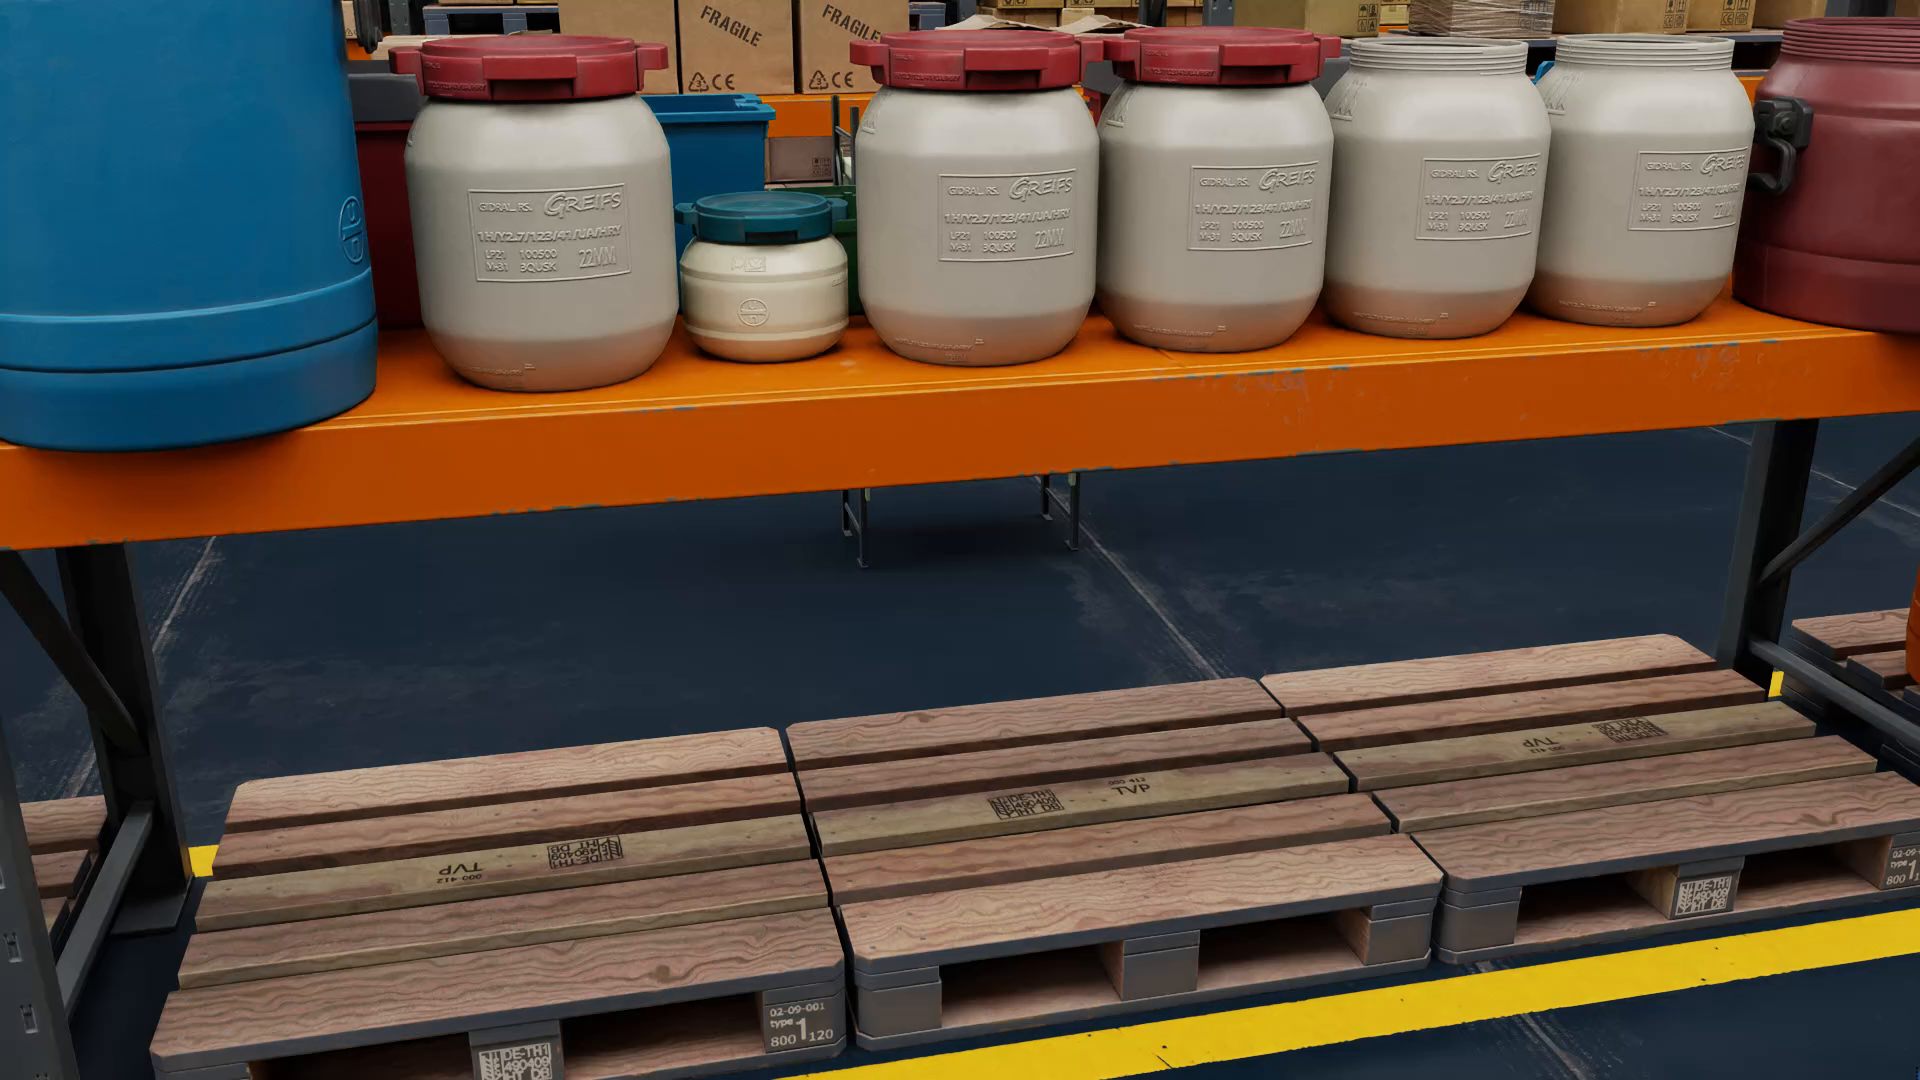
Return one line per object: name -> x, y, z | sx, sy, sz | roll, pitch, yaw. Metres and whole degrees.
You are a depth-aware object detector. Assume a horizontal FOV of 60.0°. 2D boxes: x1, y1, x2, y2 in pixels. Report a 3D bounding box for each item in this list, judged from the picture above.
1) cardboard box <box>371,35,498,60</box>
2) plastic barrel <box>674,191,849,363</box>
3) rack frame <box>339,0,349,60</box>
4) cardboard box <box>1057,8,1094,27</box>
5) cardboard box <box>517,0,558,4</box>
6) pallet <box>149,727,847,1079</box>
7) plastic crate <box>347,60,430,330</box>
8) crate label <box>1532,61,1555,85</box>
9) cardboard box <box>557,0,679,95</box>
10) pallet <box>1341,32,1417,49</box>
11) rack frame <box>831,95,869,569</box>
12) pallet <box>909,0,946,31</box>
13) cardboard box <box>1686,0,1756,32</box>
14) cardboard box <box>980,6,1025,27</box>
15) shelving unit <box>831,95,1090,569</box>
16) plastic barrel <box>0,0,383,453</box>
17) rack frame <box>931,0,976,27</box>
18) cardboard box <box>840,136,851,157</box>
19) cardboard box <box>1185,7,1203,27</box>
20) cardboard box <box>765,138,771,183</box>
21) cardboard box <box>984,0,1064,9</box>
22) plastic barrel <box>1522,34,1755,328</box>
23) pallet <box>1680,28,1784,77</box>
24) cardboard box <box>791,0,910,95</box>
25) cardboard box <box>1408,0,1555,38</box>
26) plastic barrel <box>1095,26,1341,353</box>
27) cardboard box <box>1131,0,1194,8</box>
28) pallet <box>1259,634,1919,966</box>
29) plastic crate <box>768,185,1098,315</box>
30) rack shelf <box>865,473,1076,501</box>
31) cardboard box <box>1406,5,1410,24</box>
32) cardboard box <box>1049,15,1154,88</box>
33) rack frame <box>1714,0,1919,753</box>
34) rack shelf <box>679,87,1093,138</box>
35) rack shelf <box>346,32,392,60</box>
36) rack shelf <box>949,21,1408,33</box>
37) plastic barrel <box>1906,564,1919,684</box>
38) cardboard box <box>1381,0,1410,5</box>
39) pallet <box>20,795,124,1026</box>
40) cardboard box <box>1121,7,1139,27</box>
cardboard box -> -2.333, -2.118, 7.453 | 0.500, 0.250, 0.500 | -3, 20, -9
plastic barrel -> -0.343, -0.465, 2.923 | 0.301, 0.262, 0.301 | 0, 20, 0
rack frame -> -2.802, -2.135, 7.281 | 0.127, 3.000, 1.000 | -5, 21, -12
cardboard box -> 0.846, -3.959, 12.597 | 0.250, 0.149, 0.380 | -4, 20, -11
cardboard box -> -2.897, -4.117, 11.907 | 0.500, 0.500, 0.700 | -3, 20, -7
pallet -> -0.911, 0.758, 3.438 | 1.213, 0.211, 1.003 | -5, 21, -12
plastic crate -> -1.265, -0.647, 3.127 | 0.583, 0.464, 0.402 | -5, 21, -12
crate label -> 1.197, -0.821, 3.644 | 0.616, 0.435, 0.502 | -5, 21, -12
cardboard box -> -1.539, -2.278, 7.528 | 0.500, 0.500, 0.500 | -3, 20, -9
pallet -> 1.734, -2.438, 8.389 | 1.003, 0.211, 1.213 | -5, 21, -12
rack frame -> -0.363, -0.675, 5.476 | 0.023, 1.500, 0.400 | -5, 21, -12
pallet -> -0.722, -3.927, 12.452 | 1.003, 0.211, 1.213 | -5, 21, -12
cardboard box -> 3.816, -2.974, 8.815 | 0.500, 0.500, 0.700 | -1, 20, -4
cardboard box -> 0.320, -3.949, 12.570 | 0.250, 0.149, 0.380 | -5, 21, -13
shelving unit -> -0.006, -0.704, 5.555 | 0.755, 1.500, 0.431 | -5, 21, -12
plastic barrel -> -1.221, -0.641, 2.474 | 0.708, 0.901, 0.600 | -5, 21, -12
rack frame -> -0.053, -4.109, 12.671 | 0.127, 3.000, 1.000 | -5, 21, -12
cardboard box -> -0.742, -3.067, 12.822 | 0.500, 0.500, 0.700 | -4, 21, -12
cardboard box -> 1.811, -4.074, 12.911 | 0.250, 0.149, 0.380 | -5, 21, -12
cardboard box -> -1.747, -3.017, 12.684 | 0.500, 0.500, 0.700 | -5, 21, -13
cardboard box -> 0.478, -4.258, 12.470 | 0.500, 0.500, 0.500 | -4, 21, -11
plastic barrel -> 1.274, -0.692, 3.181 | 0.421, 0.512, 0.421 | 0, 20, 0
pallet -> 4.180, -2.651, 8.969 | 1.213, 0.211, 1.003 | -5, 21, -12
cardboard box -> -0.539, -2.360, 7.750 | 0.500, 0.500, 0.500 | -6, 21, -15
cardboard box -> 2.611, -2.791, 8.318 | 0.500, 0.500, 0.700 | -1, 20, -2
plastic barrel -> 0.450, -0.635, 2.989 | 0.433, 0.535, 0.433 | 0, 20, 0
cardboard box -> 1.473, -4.335, 12.681 | 0.500, 0.500, 0.500 | -5, 21, -13
pallet -> 1.464, 0.565, 3.966 | 1.213, 0.211, 1.003 | -5, 21, -12
plastic crate -> -0.036, -0.609, 3.424 | 0.662, 0.188, 0.450 | -5, 21, -12
rack shelf -> -0.006, -0.398, 5.667 | 0.720, 0.370, 0.431 | -5, 21, -12
cardboard box -> 3.576, -4.195, 13.243 | 0.250, 0.149, 0.380 | -4, 21, -12
cardboard box -> 0.726, -2.395, 8.122 | 0.500, 0.311, 0.500 | -3, 20, -9
rack frame -> 2.226, -0.793, 3.618 | 0.127, 3.000, 1.000 | -5, 21, -12
rack shelf -> -0.856, -1.955, 7.837 | 4.000, 0.370, 1.077 | -5, 21, -12
rack shelf -> -5.892, -3.296, 11.498 | 4.000, 0.370, 1.077 | -5, 21, -12
rack shelf -> 1.893, -3.929, 13.227 | 4.000, 0.370, 1.077 | -5, 21, -12
plastic barrel -> 2.699, -0.015, 4.040 | 0.708, 0.830, 0.600 | -5, 21, -12
cardboard box -> 3.448, -4.501, 13.133 | 0.500, 0.500, 0.500 | -5, 21, -13
pallet -> -2.329, 0.872, 3.126 | 1.213, 0.211, 1.003 | -5, 21, -12
cardboard box -> 1.313, -4.043, 12.828 | 0.250, 0.149, 0.380 | -4, 21, -11
